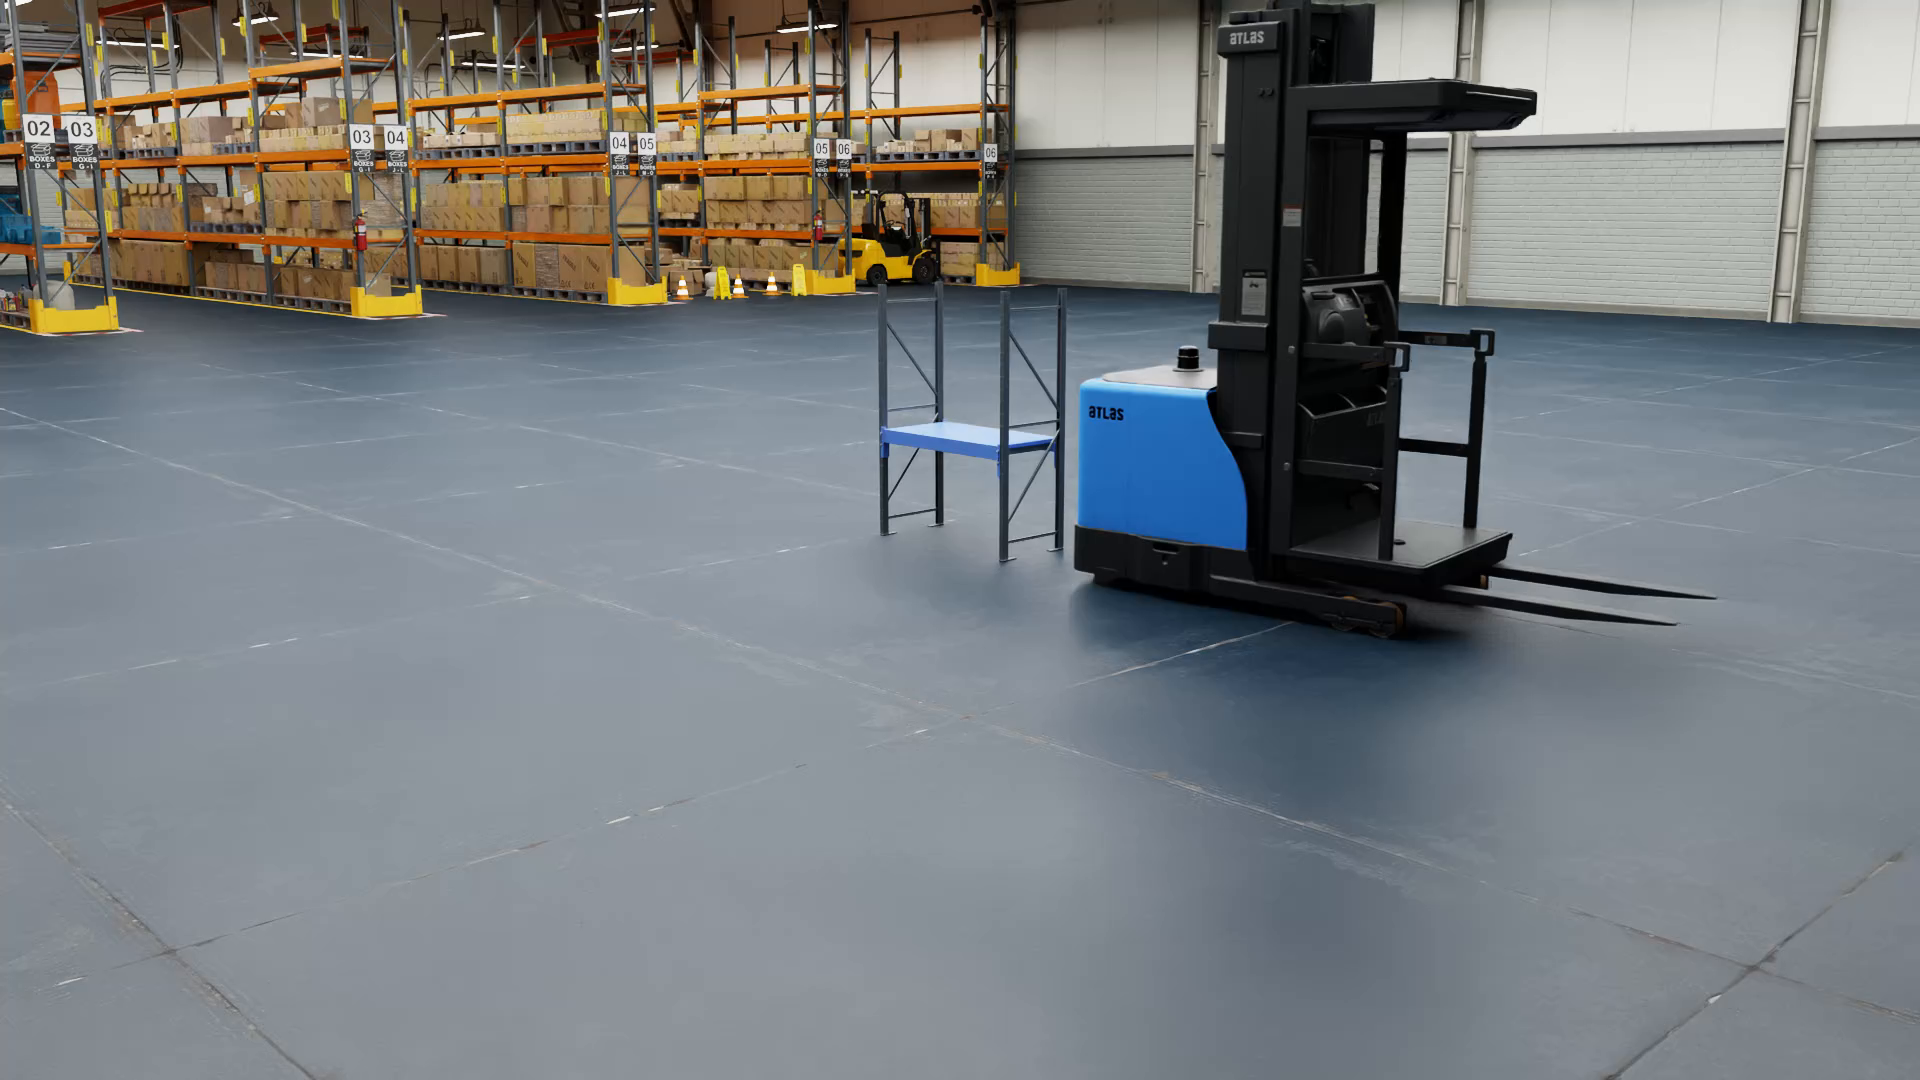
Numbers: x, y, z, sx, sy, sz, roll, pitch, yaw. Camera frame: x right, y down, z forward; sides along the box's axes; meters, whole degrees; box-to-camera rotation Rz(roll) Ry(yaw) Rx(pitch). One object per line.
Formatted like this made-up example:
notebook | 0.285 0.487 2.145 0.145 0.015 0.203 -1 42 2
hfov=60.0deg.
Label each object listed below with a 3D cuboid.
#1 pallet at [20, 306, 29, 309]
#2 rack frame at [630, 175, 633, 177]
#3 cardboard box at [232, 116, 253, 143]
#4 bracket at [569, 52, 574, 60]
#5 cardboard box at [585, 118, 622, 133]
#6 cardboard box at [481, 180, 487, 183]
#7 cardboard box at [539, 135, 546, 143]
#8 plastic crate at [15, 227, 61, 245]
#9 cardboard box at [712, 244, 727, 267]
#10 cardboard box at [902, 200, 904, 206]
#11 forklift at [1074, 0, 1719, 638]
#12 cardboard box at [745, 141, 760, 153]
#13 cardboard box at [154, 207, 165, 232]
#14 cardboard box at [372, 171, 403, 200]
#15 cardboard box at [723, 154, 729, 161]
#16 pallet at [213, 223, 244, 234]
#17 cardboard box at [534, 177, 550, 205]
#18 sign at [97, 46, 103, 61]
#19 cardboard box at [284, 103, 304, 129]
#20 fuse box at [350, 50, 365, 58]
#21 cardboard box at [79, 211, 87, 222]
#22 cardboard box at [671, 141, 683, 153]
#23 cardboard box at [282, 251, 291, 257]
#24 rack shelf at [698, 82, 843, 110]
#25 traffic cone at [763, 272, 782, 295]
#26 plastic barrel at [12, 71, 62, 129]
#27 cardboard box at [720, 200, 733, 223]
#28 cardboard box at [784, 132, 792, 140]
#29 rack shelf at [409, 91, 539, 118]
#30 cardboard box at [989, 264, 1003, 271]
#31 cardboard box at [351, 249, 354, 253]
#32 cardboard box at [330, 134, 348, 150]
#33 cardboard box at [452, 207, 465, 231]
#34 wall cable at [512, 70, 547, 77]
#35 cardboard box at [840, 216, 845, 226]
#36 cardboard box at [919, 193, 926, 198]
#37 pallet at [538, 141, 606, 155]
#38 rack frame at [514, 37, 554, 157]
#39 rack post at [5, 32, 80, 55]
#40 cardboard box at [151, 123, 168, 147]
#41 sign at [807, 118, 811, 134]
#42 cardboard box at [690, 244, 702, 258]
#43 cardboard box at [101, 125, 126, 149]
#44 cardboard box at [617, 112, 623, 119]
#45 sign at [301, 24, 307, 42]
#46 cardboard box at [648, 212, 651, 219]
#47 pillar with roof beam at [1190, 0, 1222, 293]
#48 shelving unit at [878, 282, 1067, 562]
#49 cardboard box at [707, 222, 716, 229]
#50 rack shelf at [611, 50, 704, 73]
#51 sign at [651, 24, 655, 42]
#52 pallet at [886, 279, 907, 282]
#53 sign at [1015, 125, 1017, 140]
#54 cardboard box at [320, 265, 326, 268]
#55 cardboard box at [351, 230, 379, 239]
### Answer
pallet | -15.795 -3.787 27.771 1.003 0.211 1.213 -11 16 -43
rack frame | -10.178 -9.772 49.907 1.000 3.000 0.127 -11 16 -43
cardboard box | -13.550 -7.892 32.055 0.797 0.503 0.637 -10 15 -40
bracket | -11.932 -15.003 51.512 0.235 0.232 0.430 -11 16 -43
cardboard box | -6.767 -7.868 31.581 0.500 0.250 0.500 -11 16 -42
cardboard box | -12.680 -9.613 44.804 0.250 0.149 0.380 11 16 44
cardboard box | -8.102 -7.938 32.908 0.380 0.149 0.250 -11 16 -43
plastic crate | -14.028 -4.632 25.327 0.499 0.251 0.616 -11 16 -43
cardboard box | -5.266 -6.430 37.605 0.500 0.500 0.500 -10 15 -40
cardboard box | -1.184 -8.147 40.167 0.380 0.149 0.250 -11 16 -43
forklift | 2.069 -1.102 7.998 3.031 2.935 1.130 9 15 38
cardboard box | -4.323 -8.545 36.153 0.500 0.250 0.500 -11 16 -42
cardboard box | -16.629 -6.766 35.071 0.500 0.500 0.500 11 16 43
cardboard box | -10.066 -6.166 28.943 0.500 0.500 0.500 -11 16 -43
cardboard box | -5.049 -8.528 37.058 0.380 0.149 0.250 -11 16 -43
pallet | -14.012 -6.154 32.822 1.003 0.211 1.213 -11 16 -43
cardboard box | -8.022 -7.005 33.431 0.875 0.550 0.550 -11 16 -43
sign | -18.589 -10.514 35.937 0.100 0.325 0.005 -11 16 -43
cardboard box | -12.151 -7.826 30.804 0.500 0.500 0.500 11 16 43
fuse box | -17.841 -14.365 49.407 0.513 0.334 0.176 -11 16 -43
cardboard box | -20.089 -7.514 38.584 0.500 0.250 0.500 11 16 43
cardboard box | -6.332 -9.069 38.394 0.500 0.250 0.500 -11 16 -42
cardboard box | -17.160 -7.352 42.711 0.250 0.149 0.380 11 16 43
rack shelf | -4.097 -9.620 36.097 1.077 0.370 4.000 -11 16 -43
traffic cone | -3.946 -5.385 34.901 0.336 0.463 0.334 -11 16 -43
plastic barrel | -13.893 -6.611 25.030 0.600 0.830 0.708 -11 16 -43
cardboard box | -5.013 -7.350 37.166 0.500 0.500 0.500 -11 16 -43
cardboard box | -3.503 -8.567 35.272 0.380 0.149 0.250 -11 16 -43
rack shelf | -10.370 -9.305 35.551 1.077 0.370 4.000 -11 16 -43
cardboard box | 0.673 -6.394 39.288 0.500 0.250 0.500 -11 16 -42
cardboard box | -14.194 -6.995 39.726 0.500 0.250 0.500 11 16 43
cardboard box | -10.400 -6.794 28.392 0.500 0.250 0.500 -10 16 -41
cardboard box | -10.593 -6.933 35.879 0.500 0.500 0.500 -11 16 -43
wall cable | -13.150 -16.436 53.604 2.988 3.039 0.133 -11 16 -43
cardboard box | -2.780 -8.056 41.954 0.500 0.250 0.500 -11 16 -43
cardboard box | -0.754 -8.234 39.851 0.380 0.149 0.250 -11 16 -42
pallet | -7.593 -7.750 32.882 1.003 0.211 1.213 -11 16 -43
rack frame | -11.003 -11.434 43.108 1.000 3.000 0.127 -11 16 -43
rack post | -13.896 -7.495 25.226 0.937 0.300 0.954 -9 15 -37
cardboard box | -16.541 -8.447 34.757 0.500 0.500 0.500 -10 15 -40
sign | -3.131 -8.573 34.459 0.100 0.325 0.005 -11 16 -43
cardboard box | -7.244 -8.067 46.788 0.500 0.500 0.500 -10 15 -40
cardboard box | -18.755 -8.993 37.159 0.500 0.500 0.700 11 16 42
cardboard box | -6.399 -8.161 32.013 0.380 0.149 0.250 -11 16 -42
sign | -12.241 -9.454 30.990 0.100 0.325 0.005 -11 16 -43
cardboard box | -7.203 -7.726 39.558 0.380 0.149 0.250 -10 15 -40
pillar with roof beam | 2.072 -9.126 31.908 9.100 9.000 0.548 -11 16 -43
shelving unit | 0.059 -0.722 9.700 0.538 1.500 1.048 -11 16 -43
cardboard box | -5.493 -7.114 37.631 0.380 0.149 0.250 -11 16 -43
rack shelf | -8.797 -13.693 47.622 1.077 0.370 4.000 -11 16 -43
sign | -5.821 -9.589 31.448 0.100 0.325 0.005 -11 16 -43
pallet | -1.372 -6.533 41.096 1.003 0.211 1.213 -11 16 -43
sign | 1.277 -9.449 38.545 0.100 0.325 0.005 -11 16 -43
cardboard box | -15.746 -6.761 41.319 0.380 0.149 0.250 -11 16 -43
cardboard box | -10.230 -5.253 28.597 0.380 0.149 0.250 -11 16 -43
